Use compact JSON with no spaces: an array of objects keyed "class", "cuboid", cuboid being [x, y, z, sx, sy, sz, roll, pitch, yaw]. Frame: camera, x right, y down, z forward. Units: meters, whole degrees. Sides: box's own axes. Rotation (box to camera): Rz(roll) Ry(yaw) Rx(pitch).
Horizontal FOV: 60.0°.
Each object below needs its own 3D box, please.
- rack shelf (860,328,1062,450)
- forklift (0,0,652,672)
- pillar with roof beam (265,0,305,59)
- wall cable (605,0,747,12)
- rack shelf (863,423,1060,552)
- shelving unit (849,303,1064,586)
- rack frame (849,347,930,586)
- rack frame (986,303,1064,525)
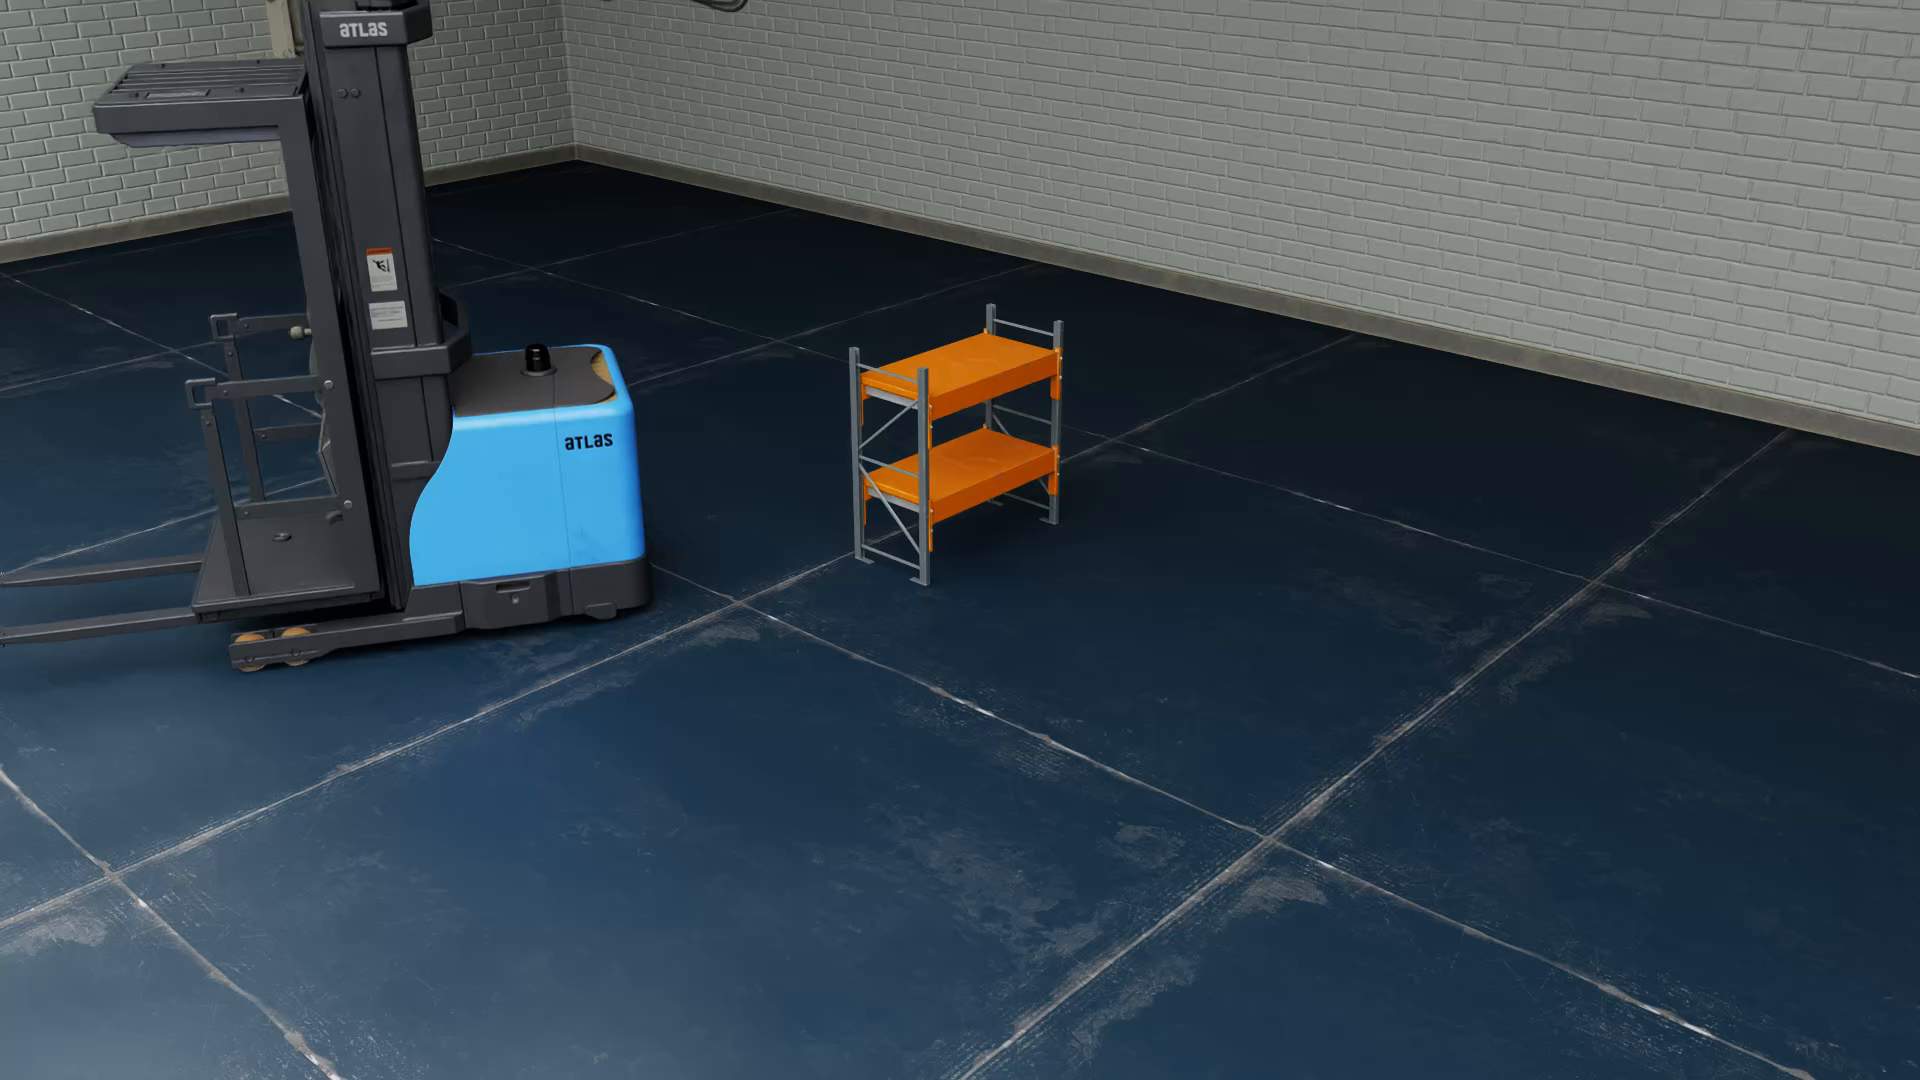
[{"class":"rack shelf","cuboid":[-0.005,-0.778,8.396,0.538,0.278,1.000,20,31,38]},{"class":"forklift","cuboid":[-3.048,-0.991,7.377,3.031,2.935,1.130,-7,25,-15]},{"class":"pillar with roof beam","cuboid":[-2.808,-6.085,11.323,9.100,9.000,0.400,20,31,38]},{"class":"wall cable","cuboid":[-3.063,-6.380,15.777,3.097,2.526,0.112,20,31,38]},{"class":"rack shelf","cuboid":[-0.005,-0.288,8.615,0.538,0.278,1.000,20,31,38]},{"class":"shelving unit","cuboid":[-0.005,-0.511,8.515,0.538,1.125,1.048,20,31,38]},{"class":"rack frame","cuboid":[-0.344,-0.356,8.170,0.500,1.125,0.032,20,31,38]},{"class":"rack frame","cuboid":[0.335,-0.666,8.861,0.500,1.125,0.032,20,31,38]}]
